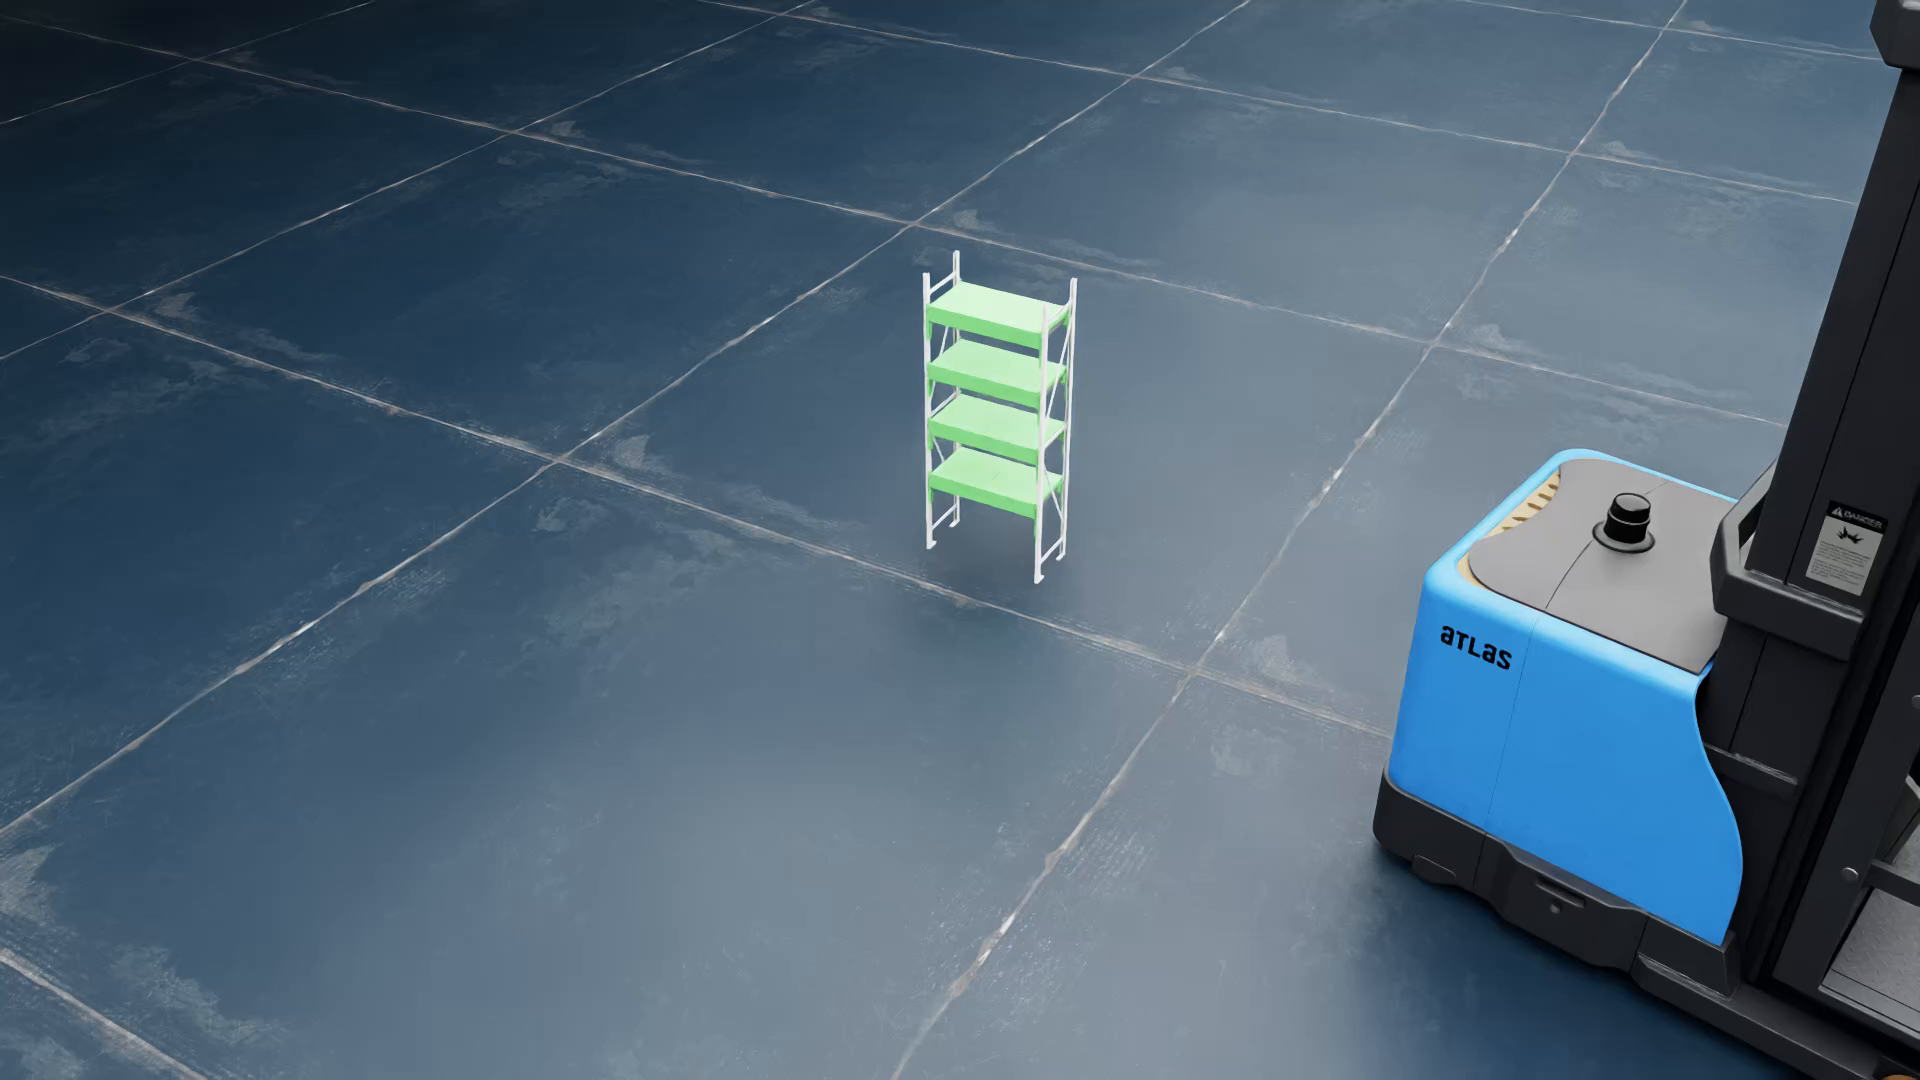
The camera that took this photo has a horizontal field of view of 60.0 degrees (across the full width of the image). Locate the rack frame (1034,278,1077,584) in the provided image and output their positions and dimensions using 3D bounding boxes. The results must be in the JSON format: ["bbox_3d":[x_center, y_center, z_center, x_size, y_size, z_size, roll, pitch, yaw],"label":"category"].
[{"bbox_3d":[0.356,-0.387,6.248,0.015,1.200,0.240,18,37,24],"label":"rack frame"}]

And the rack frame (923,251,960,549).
[{"bbox_3d":[-0.068,-0.521,6.450,0.015,1.200,0.240,18,37,24],"label":"rack frame"}]

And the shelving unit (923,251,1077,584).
[{"bbox_3d":[0.144,-0.454,6.349,0.503,1.200,0.258,18,37,24],"label":"shelving unit"}]

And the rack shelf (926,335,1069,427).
[{"bbox_3d":[0.144,-0.600,6.251,0.480,0.148,0.258,18,37,24],"label":"rack shelf"}]

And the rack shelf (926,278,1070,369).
[{"bbox_3d":[0.144,-0.800,6.118,0.480,0.148,0.258,18,37,24],"label":"rack shelf"}]

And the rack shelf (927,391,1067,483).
[{"bbox_3d":[0.144,-0.401,6.384,0.480,0.148,0.258,18,37,24],"label":"rack shelf"}]

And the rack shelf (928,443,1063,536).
[{"bbox_3d":[0.144,-0.201,6.518,0.480,0.148,0.258,18,37,24],"label":"rack shelf"}]

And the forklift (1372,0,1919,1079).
[{"bbox_3d":[2.746,0.097,3.961,3.031,2.935,1.130,26,41,33],"label":"forklift"}]
